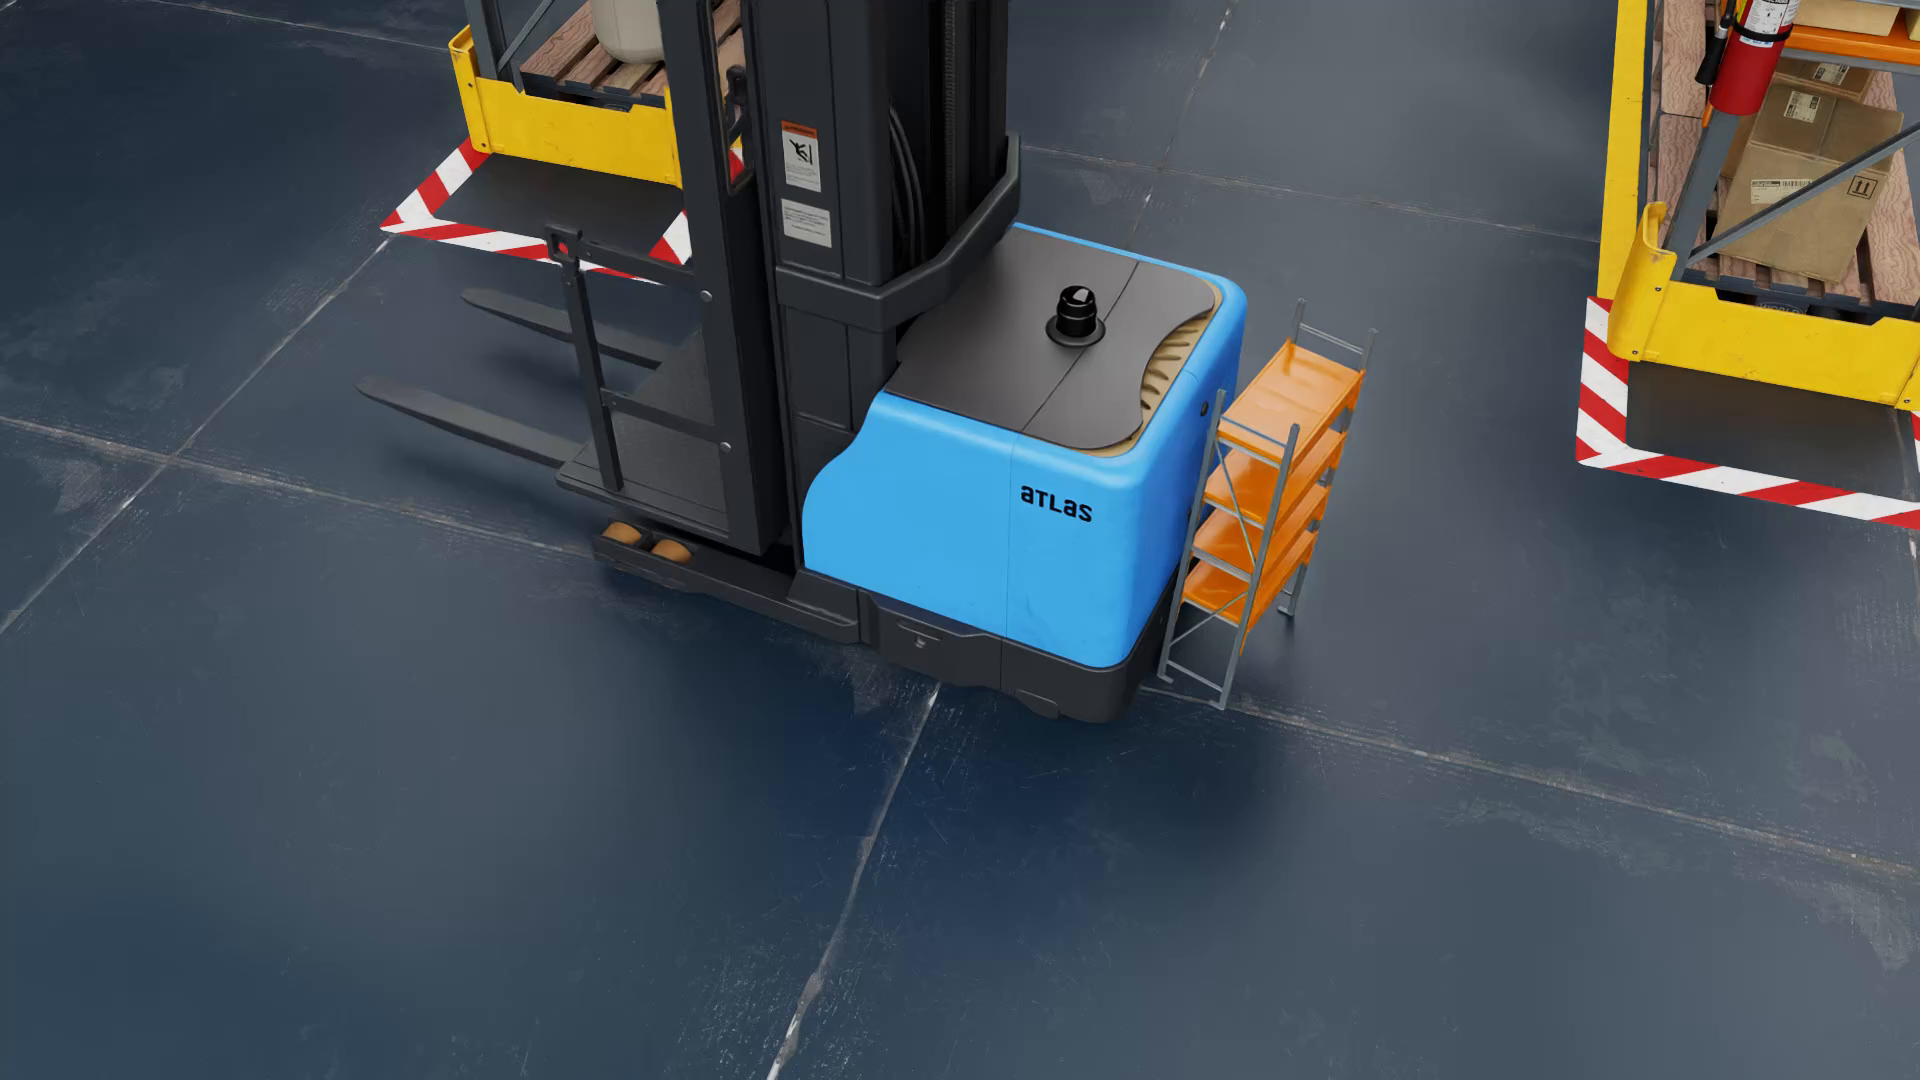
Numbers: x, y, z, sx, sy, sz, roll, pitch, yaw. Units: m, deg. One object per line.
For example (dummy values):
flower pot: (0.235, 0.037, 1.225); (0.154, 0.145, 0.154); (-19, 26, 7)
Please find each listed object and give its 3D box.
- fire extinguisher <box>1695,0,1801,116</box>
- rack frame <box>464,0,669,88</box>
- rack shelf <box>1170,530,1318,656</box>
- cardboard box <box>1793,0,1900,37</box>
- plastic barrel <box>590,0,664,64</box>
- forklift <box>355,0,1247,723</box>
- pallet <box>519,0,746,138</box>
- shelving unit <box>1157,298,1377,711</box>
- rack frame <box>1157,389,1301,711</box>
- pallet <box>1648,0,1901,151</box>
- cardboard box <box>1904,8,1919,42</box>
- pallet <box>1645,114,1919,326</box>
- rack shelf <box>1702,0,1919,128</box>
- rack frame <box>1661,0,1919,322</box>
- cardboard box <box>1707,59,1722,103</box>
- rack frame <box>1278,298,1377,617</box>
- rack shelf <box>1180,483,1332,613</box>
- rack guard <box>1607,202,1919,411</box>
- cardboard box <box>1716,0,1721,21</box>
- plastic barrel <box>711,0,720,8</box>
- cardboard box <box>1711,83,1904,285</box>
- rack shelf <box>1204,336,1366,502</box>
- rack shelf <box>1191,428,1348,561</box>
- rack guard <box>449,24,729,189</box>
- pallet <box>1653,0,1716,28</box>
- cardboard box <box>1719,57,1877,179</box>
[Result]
fire extinguisher: (2.633, -1.725, 5.423); (0.296, 0.674, 0.183); (13, 46, 13)
rack frame: (-1.613, -2.780, 6.446); (1.000, 3.000, 0.127); (13, 46, 13)
rack shelf: (0.881, 0.108, 5.150); (0.258, 0.148, 0.480); (28, 51, 21)
cardboard box: (2.997, -1.875, 5.701); (0.380, 0.149, 0.250); (13, 46, 13)
plastic barrel: (-1.487, -2.496, 7.634); (0.421, 0.512, 0.421); (0, 44, 0)
forklift: (-0.675, -1.198, 4.879); (3.031, 2.935, 1.130); (18, 47, 18)
pallet: (-1.384, -2.384, 8.036); (1.003, 0.211, 1.213); (13, 46, 13)
shelving unit: (0.894, -0.075, 4.958); (0.258, 1.200, 0.503); (28, 51, 21)
rack frame: (0.757, 0.067, 4.814); (0.240, 1.200, 0.015); (28, 51, 21)
pallet: (3.781, -2.130, 7.775); (1.003, 0.211, 1.213); (13, 46, 13)
cardboard box: (3.421, -1.781, 5.605); (0.380, 0.149, 0.250); (13, 46, 13)
pallet: (3.410, -1.319, 6.947); (1.003, 0.211, 1.213); (13, 46, 13)
rack shelf: (3.713, -2.807, 6.988); (1.077, 0.370, 4.000); (13, 46, 13)
rack frame: (3.107, -1.731, 5.374); (1.000, 3.000, 0.127); (13, 46, 13)
cardboard box: (3.668, -2.219, 7.360); (0.500, 0.500, 0.500); (17, 47, 16)
rack frame: (1.030, -0.217, 5.103); (0.240, 1.200, 0.015); (28, 51, 21)
rack shelf: (0.890, -0.029, 5.007); (0.258, 0.148, 0.480); (28, 51, 21)
rack guard: (3.130, -0.888, 6.300); (1.175, 0.500, 0.348); (13, 46, 13)
cardboard box: (3.880, -2.582, 7.731); (0.500, 0.500, 0.500); (9, 45, 9)
plastic barrel: (-1.335, -2.830, 7.976); (0.421, 0.512, 0.421); (0, 44, 0)
cardboard box: (3.312, -1.400, 6.523); (0.500, 0.500, 0.500); (21, 48, 20)
rack shelf: (0.913, -0.346, 4.674); (0.258, 0.148, 0.480); (28, 51, 21)
rack shelf: (0.901, -0.183, 4.845); (0.258, 0.148, 0.480); (28, 51, 21)
rack guard: (-1.635, -1.947, 7.383); (1.175, 0.500, 0.348); (13, 46, 13)
pallet: (4.149, -2.945, 8.609); (1.003, 0.211, 1.213); (13, 46, 13)
cardboard box: (3.460, -1.806, 6.938); (0.500, 0.500, 0.500); (24, 49, 23)
